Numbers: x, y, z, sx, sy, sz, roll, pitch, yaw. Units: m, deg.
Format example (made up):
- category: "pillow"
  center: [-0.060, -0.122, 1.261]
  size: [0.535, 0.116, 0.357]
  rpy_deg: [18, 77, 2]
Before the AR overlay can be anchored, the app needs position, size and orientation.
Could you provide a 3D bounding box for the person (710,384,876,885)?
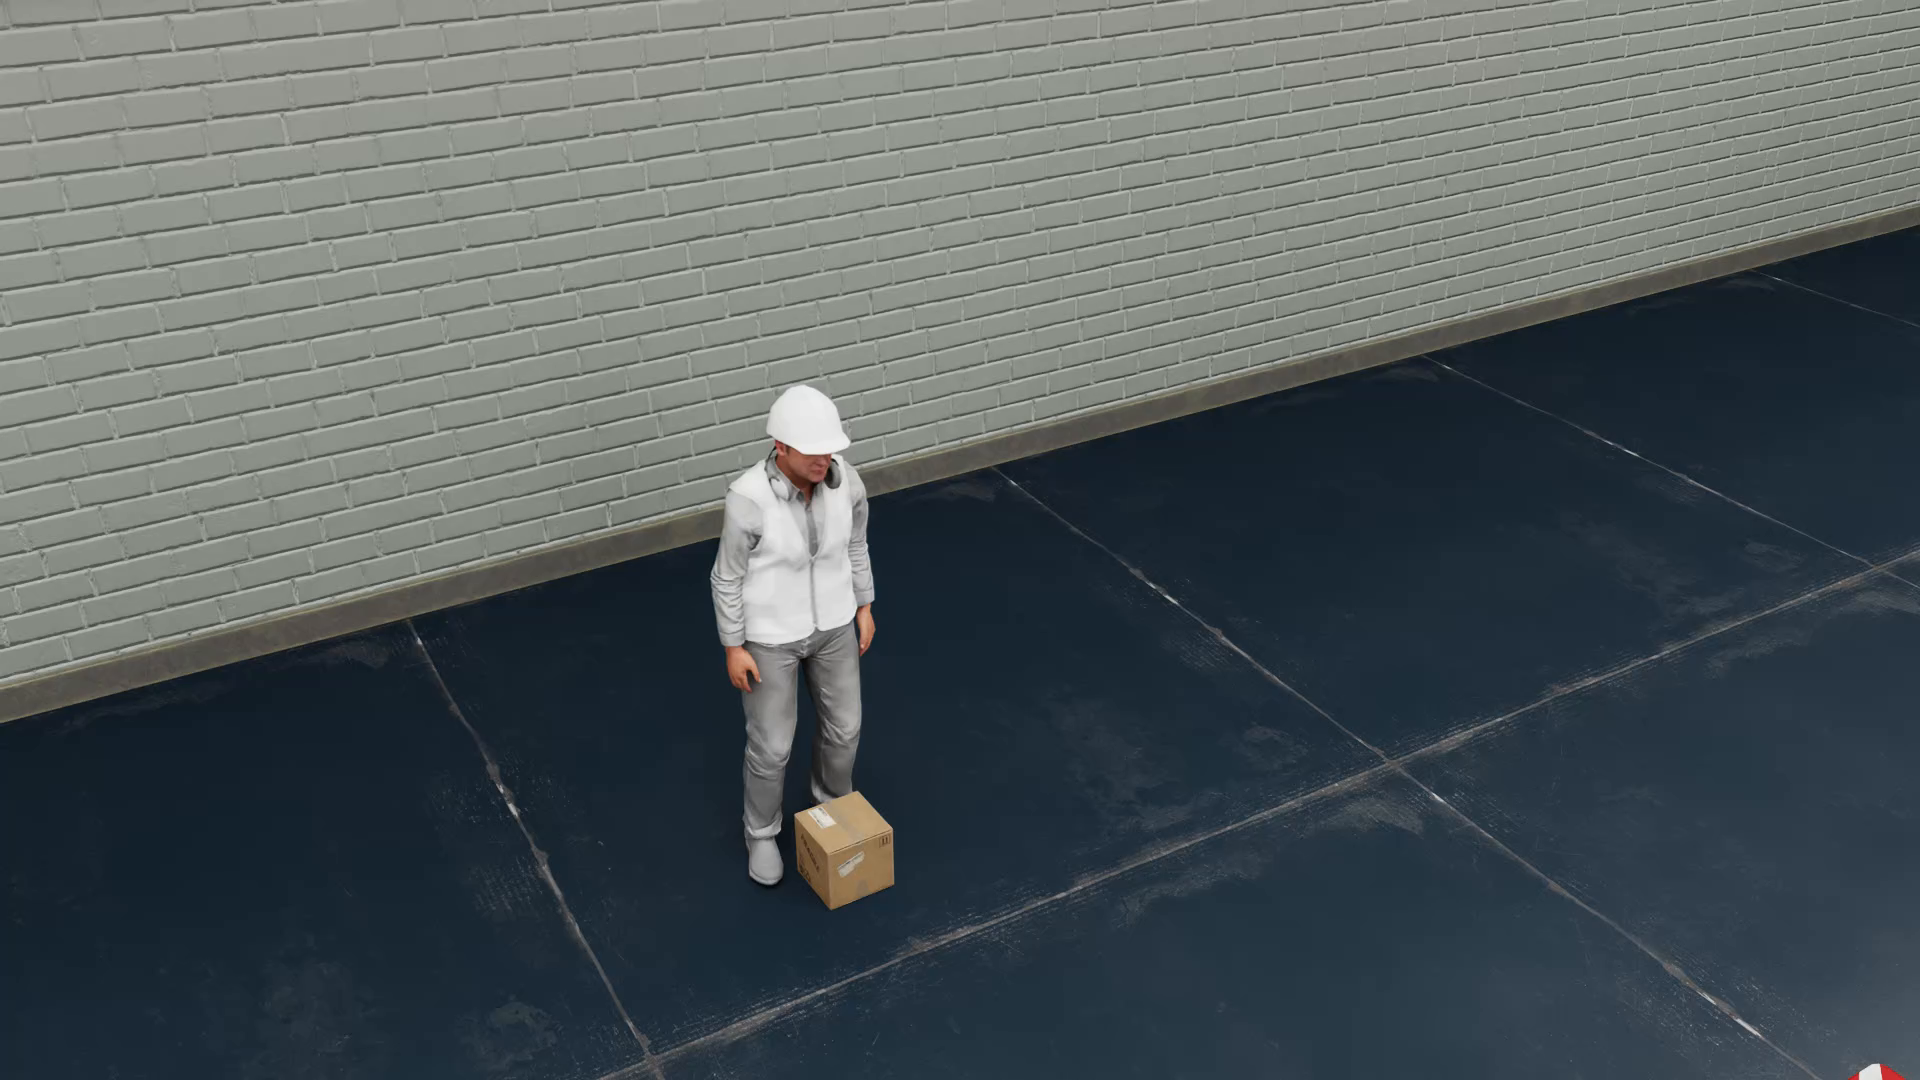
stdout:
- category: "person"
  center: [-0.535, 0.294, 5.565]
  size: [0.581, 1.769, 0.465]
  rpy_deg: [-18, 33, -29]
